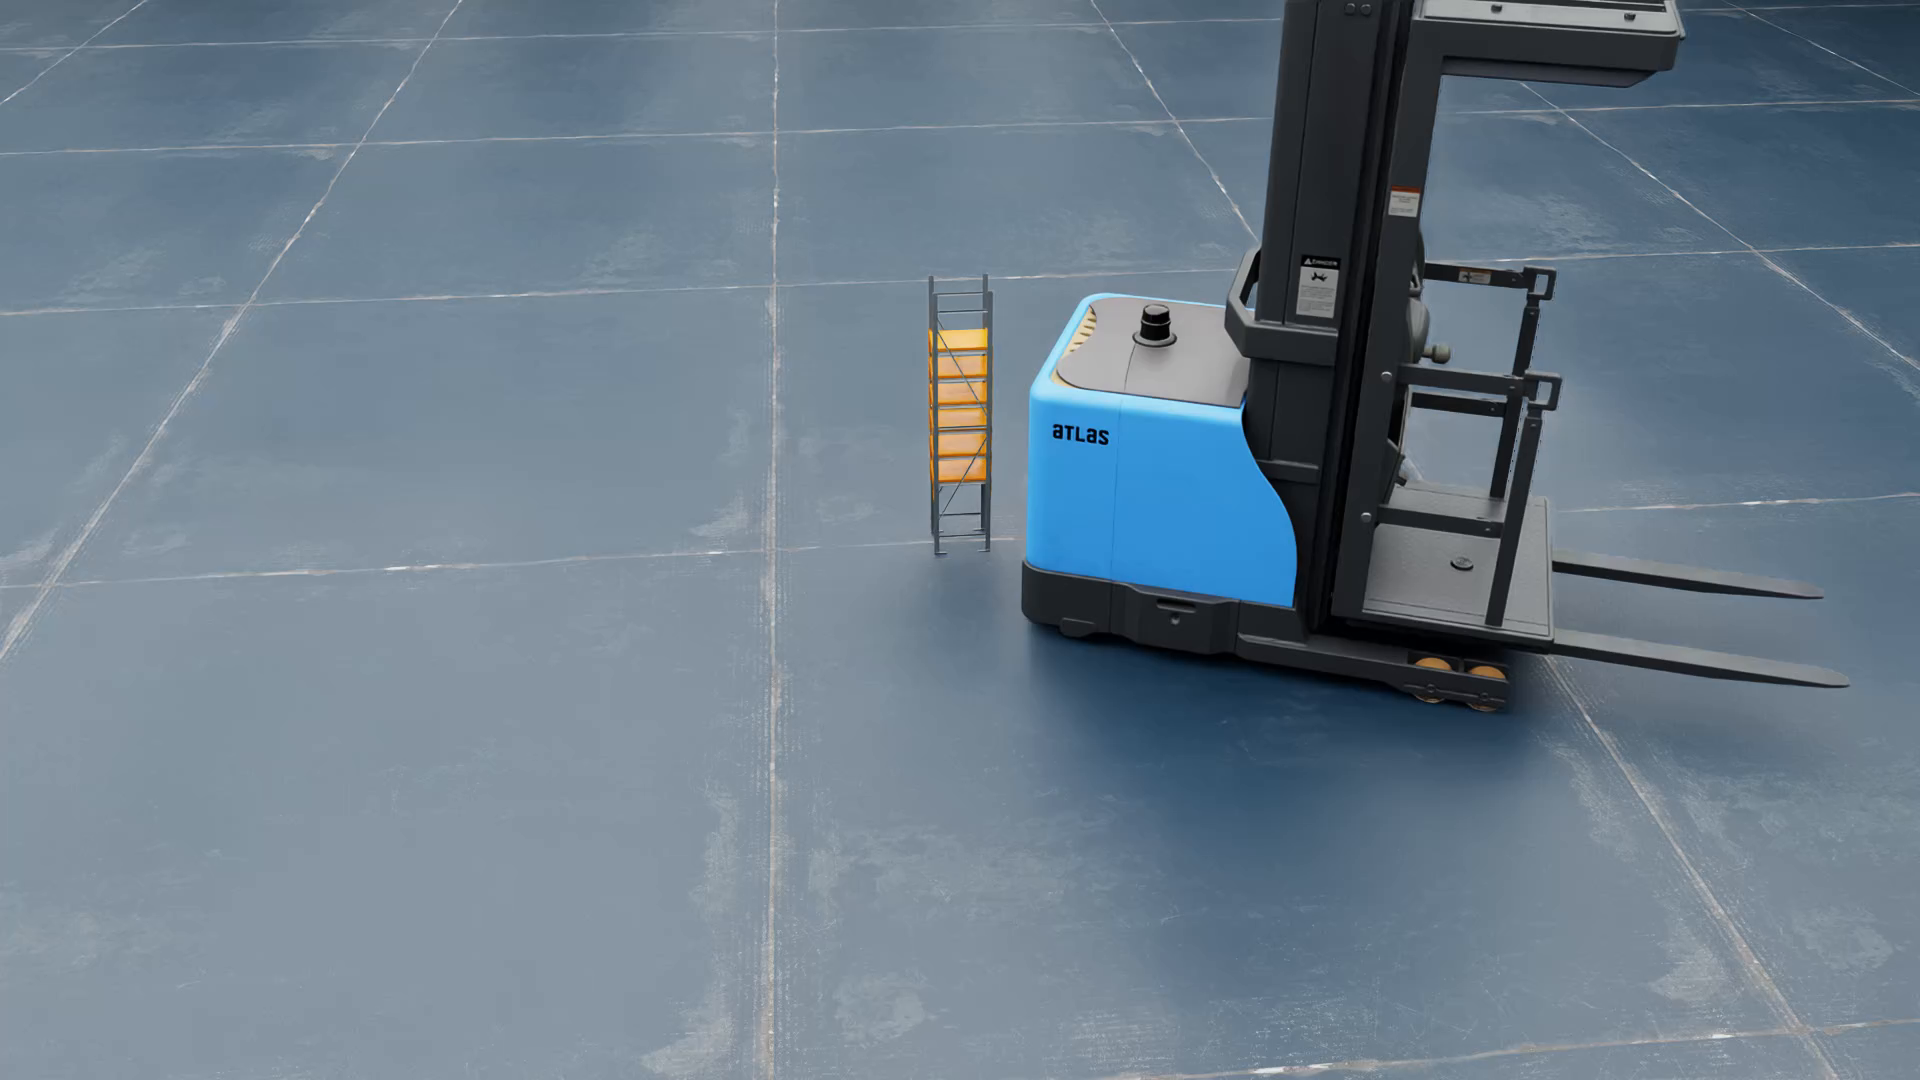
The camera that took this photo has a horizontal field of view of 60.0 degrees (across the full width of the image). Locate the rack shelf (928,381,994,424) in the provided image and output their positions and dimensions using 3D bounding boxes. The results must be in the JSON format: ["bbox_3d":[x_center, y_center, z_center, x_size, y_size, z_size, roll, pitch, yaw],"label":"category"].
[{"bbox_3d":[0.001,-0.573,6.891,0.258,0.103,0.180,-3,31,-5],"label":"rack shelf"}]

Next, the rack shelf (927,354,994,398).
[{"bbox_3d":[0.001,-0.676,6.830,0.258,0.103,0.180,-3,31,-5],"label":"rack shelf"}]

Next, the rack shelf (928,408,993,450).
[{"bbox_3d":[0.001,-0.470,6.953,0.258,0.103,0.180,-3,31,-5],"label":"rack shelf"}]

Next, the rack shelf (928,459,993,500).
[{"bbox_3d":[0.001,-0.264,7.076,0.258,0.103,0.180,-3,31,-5],"label":"rack shelf"}]

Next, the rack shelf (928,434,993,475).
[{"bbox_3d":[0.001,-0.367,7.014,0.258,0.103,0.180,-3,31,-5],"label":"rack shelf"}]

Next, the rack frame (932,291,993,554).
[{"bbox_3d":[0.010,-0.461,6.852,0.240,1.200,0.006,-3,31,-5],"label":"rack frame"}]

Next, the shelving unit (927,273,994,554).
[{"bbox_3d":[0.001,-0.508,6.930,0.258,1.200,0.189,-3,31,-5],"label":"shelving unit"}]

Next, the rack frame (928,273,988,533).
[{"bbox_3d":[-0.007,-0.554,7.008,0.240,1.200,0.006,-3,31,-5],"label":"rack frame"}]

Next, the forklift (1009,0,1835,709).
[{"bbox_3d":[1.772,-0.933,5.954,3.031,2.935,1.130,8,32,14],"label":"forklift"}]

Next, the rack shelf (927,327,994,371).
[{"bbox_3d":[0.001,-0.779,6.768,0.258,0.103,0.180,-3,31,-5],"label":"rack shelf"}]
